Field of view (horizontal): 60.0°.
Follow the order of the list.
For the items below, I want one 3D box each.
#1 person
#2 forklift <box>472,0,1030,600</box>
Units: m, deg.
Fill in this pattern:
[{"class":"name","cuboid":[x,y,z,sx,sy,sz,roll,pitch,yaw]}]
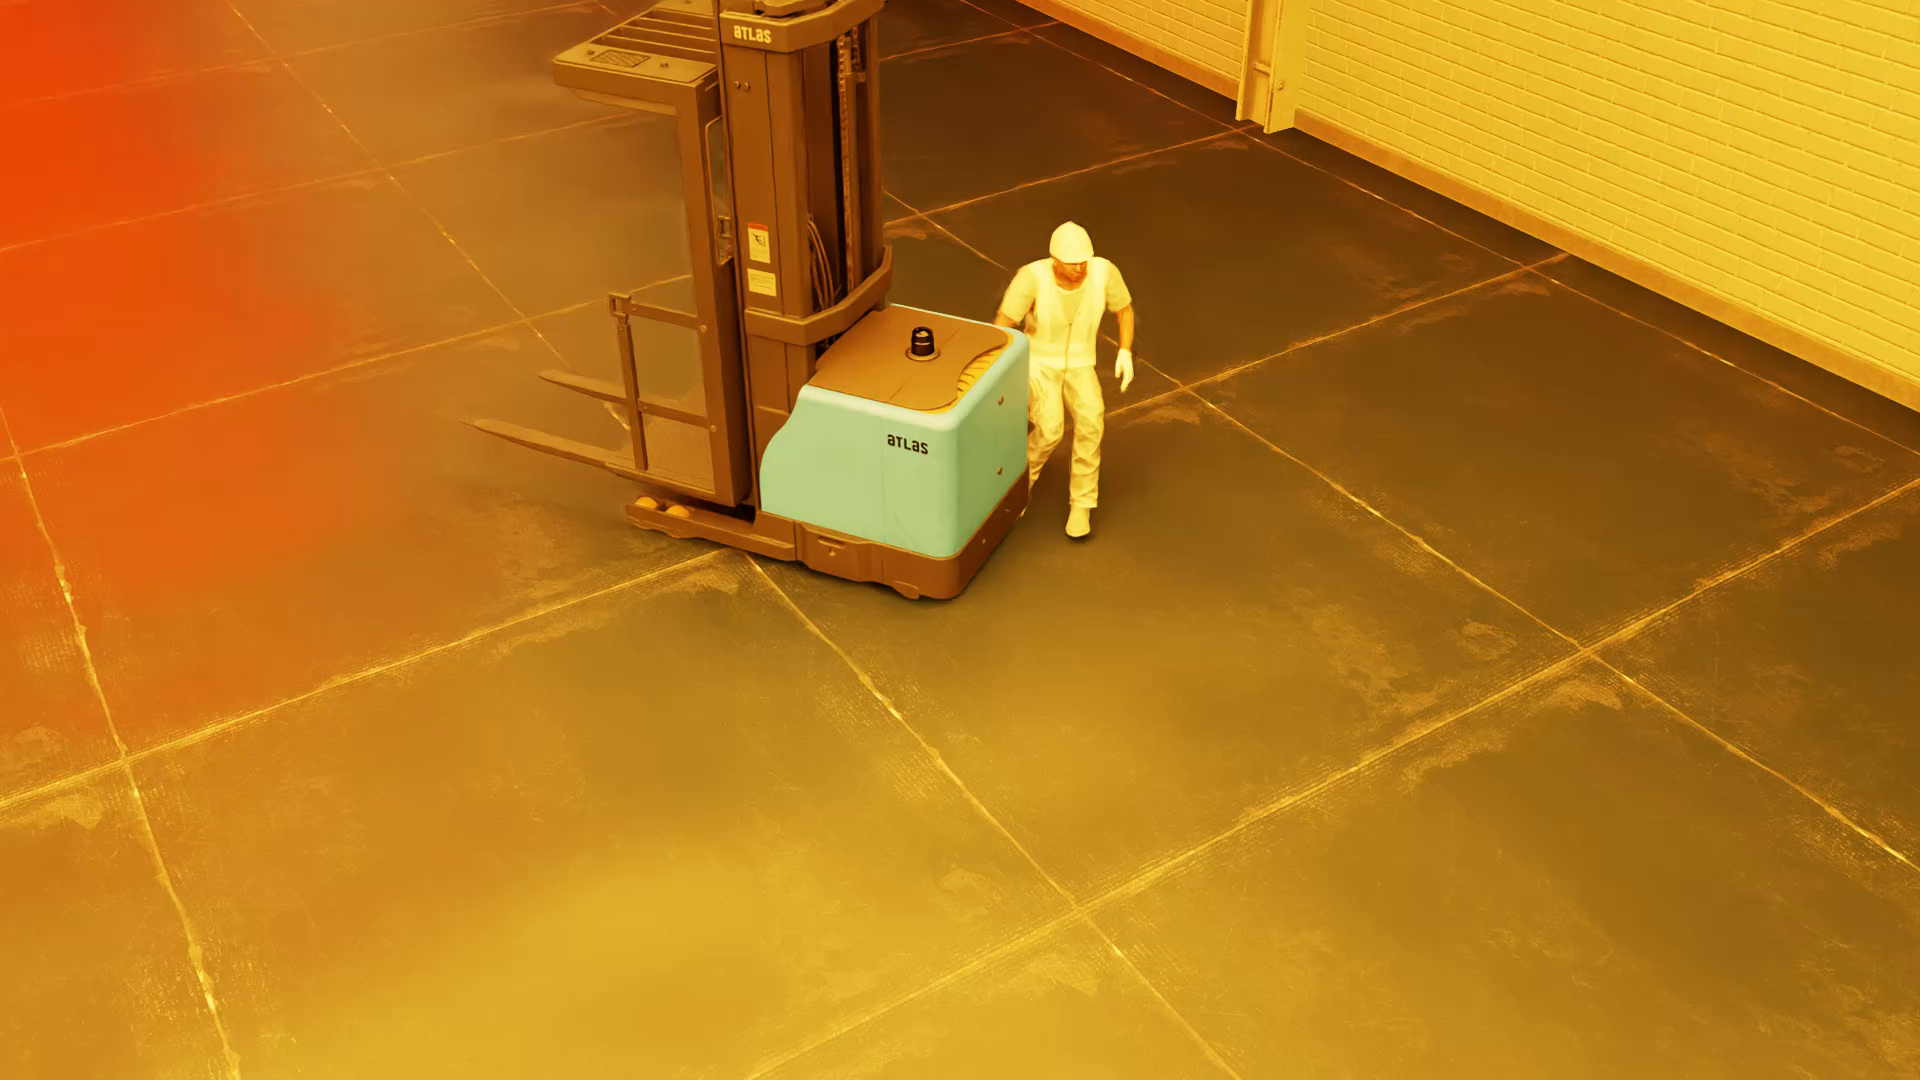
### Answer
[{"class":"person","cuboid":[0.594,-0.843,8.624,0.805,1.569,0.897,-10,36,-13]},{"class":"forklift","cuboid":[-1.194,-1.468,8.237,3.031,2.935,1.130,15,38,20]}]
